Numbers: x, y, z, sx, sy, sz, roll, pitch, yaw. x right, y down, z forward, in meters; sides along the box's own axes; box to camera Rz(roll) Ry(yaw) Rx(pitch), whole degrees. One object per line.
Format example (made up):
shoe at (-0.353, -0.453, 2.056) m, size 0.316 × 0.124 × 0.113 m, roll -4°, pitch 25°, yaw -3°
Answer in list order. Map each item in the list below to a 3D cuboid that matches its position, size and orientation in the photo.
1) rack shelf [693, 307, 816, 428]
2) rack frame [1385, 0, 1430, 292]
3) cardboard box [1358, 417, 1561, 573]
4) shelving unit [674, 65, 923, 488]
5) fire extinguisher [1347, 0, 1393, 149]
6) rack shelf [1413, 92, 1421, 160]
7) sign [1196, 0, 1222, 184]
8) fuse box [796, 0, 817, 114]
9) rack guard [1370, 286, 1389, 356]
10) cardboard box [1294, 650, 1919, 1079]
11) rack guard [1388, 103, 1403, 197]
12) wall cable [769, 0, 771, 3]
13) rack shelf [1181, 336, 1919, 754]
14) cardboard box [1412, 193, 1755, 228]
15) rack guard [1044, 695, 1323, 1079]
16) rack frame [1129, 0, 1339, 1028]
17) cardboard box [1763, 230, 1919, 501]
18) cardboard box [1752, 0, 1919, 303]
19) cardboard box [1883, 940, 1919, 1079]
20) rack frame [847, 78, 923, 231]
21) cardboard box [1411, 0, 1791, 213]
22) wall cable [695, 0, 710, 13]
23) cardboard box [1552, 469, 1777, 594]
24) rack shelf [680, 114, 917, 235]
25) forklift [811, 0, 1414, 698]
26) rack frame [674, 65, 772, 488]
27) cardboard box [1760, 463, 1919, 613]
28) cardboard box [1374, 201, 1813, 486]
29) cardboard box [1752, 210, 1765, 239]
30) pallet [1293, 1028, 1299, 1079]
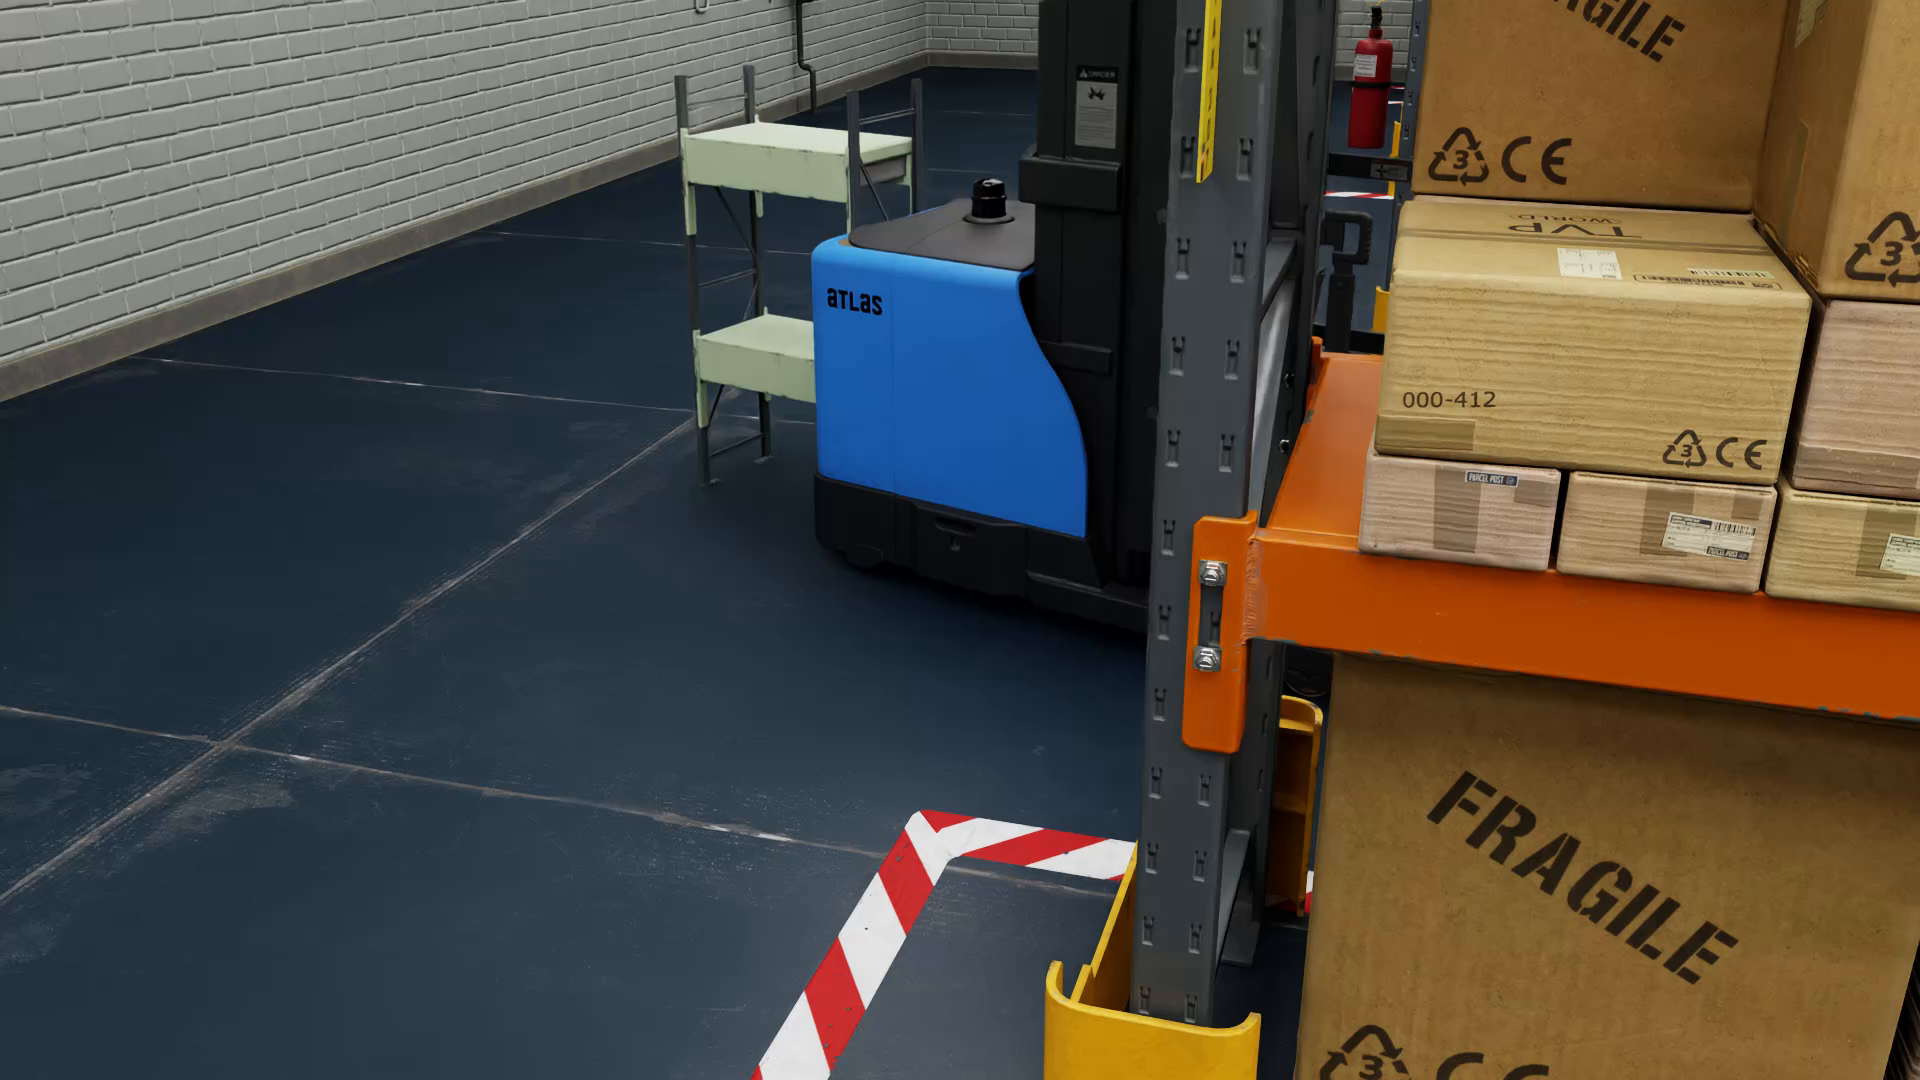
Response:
rack shelf at (-0.553, -0.579, 6.065) m, size 0.720 × 0.370 × 0.431 m, roll 14°, pitch 26°, yaw 30°
rack frame at (2.009, -2.171, 7.109) m, size 0.127 × 3.000 × 1.000 m, roll 7°, pitch 23°, yaw 16°
cardboard box at (0.724, -0.105, 2.403) m, size 0.250 × 0.149 × 0.380 m, roll 7°, pitch 23°, yaw 16°
shelving unit at (-0.553, -0.881, 5.941) m, size 0.755 × 1.500 × 0.431 m, roll 14°, pitch 26°, yaw 30°
fire extinguisher at (1.901, -2.158, 7.671) m, size 0.183 × 0.674 × 0.296 m, roll 7°, pitch 23°, yaw 16°
rack shelf at (3.924, -1.618, 6.711) m, size 4.000 × 0.370 × 1.077 m, roll 7°, pitch 23°, yaw 16°
sign at (0.314, -0.616, 2.074) m, size 0.005 × 0.325 × 0.100 m, roll 7°, pitch 23°, yaw 16°
fuse box at (-1.316, -4.741, 15.073) m, size 0.414 × 1.711 × 0.539 m, roll 7°, pitch 23°, yaw 16°
rack guard at (2.082, -1.006, 7.563) m, size 0.348 × 0.500 × 1.175 m, roll 7°, pitch 23°, yaw 16°
cardboard box at (1.116, 0.450, 2.966) m, size 0.875 × 0.875 × 0.875 m, roll 7°, pitch 23°, yaw 16°
rack guard at (3.319, -2.826, 12.001) m, size 0.348 × 0.500 × 1.175 m, roll 7°, pitch 23°, yaw 16°
wall cable at (-1.664, -5.576, 14.073) m, size 0.122 × 1.984 × 0.588 m, roll 7°, pitch 23°, yaw 16°
rack shelf at (2.395, 0.173, 2.345) m, size 4.000 × 0.370 × 1.077 m, roll 7°, pitch 23°, yaw 16°
cardboard box at (1.020, -0.491, 2.820) m, size 0.500 × 0.250 × 0.500 m, roll 6°, pitch 23°, yaw 15°
rack guard at (0.457, 0.774, 3.224) m, size 0.348 × 0.500 × 1.175 m, roll 7°, pitch 23°, yaw 16°
rack frame at (0.480, -0.380, 2.743) m, size 0.127 × 3.000 × 1.000 m, roll 7°, pitch 23°, yaw 16°
cardboard box at (1.361, -0.242, 2.214) m, size 0.500 × 0.250 × 0.500 m, roll 6°, pitch 23°, yaw 15°
cardboard box at (1.340, -0.589, 2.071) m, size 0.500 × 0.500 × 0.500 m, roll 6°, pitch 23°, yaw 14°
cardboard box at (1.987, 0.550, 2.723) m, size 0.875 × 0.875 × 0.875 m, roll 7°, pitch 23°, yaw 16°
rack frame at (-0.246, -0.805, 5.757) m, size 0.023 × 1.500 × 0.400 m, roll 14°, pitch 26°, yaw 30°
cardboard box at (1.022, -0.837, 2.675) m, size 0.500 × 0.500 × 0.500 m, roll 7°, pitch 23°, yaw 16°
wall cable at (-2.063, -5.074, 12.808) m, size 0.123 × 1.953 × 0.585 m, roll 7°, pitch 23°, yaw 16°
cardboard box at (0.970, -0.077, 2.336) m, size 0.250 × 0.149 × 0.380 m, roll 6°, pitch 23°, yaw 15°
rack shelf at (-0.553, -1.242, 5.793) m, size 0.720 × 0.370 × 0.431 m, roll 14°, pitch 26°, yaw 30°
forklift at (1.030, -1.142, 4.693) m, size 3.031 × 2.935 × 1.130 m, roll 14°, pitch 26°, yaw 30°
rack frame at (-0.861, -0.956, 6.125) m, size 0.023 × 1.500 × 0.400 m, roll 14°, pitch 26°, yaw 30°
cardboard box at (1.216, -0.049, 2.268) m, size 0.250 × 0.149 × 0.380 m, roll 6°, pitch 23°, yaw 14°
cardboard box at (0.861, -0.297, 2.347) m, size 0.500 × 0.250 × 0.500 m, roll 6°, pitch 23°, yaw 14°
cardboard box at (1.506, -0.435, 2.684) m, size 0.500 × 0.250 × 0.500 m, roll 6°, pitch 23°, yaw 15°
pallet at (1.268, 0.970, 3.128) m, size 1.213 × 0.211 × 1.003 m, roll 7°, pitch 23°, yaw 16°
